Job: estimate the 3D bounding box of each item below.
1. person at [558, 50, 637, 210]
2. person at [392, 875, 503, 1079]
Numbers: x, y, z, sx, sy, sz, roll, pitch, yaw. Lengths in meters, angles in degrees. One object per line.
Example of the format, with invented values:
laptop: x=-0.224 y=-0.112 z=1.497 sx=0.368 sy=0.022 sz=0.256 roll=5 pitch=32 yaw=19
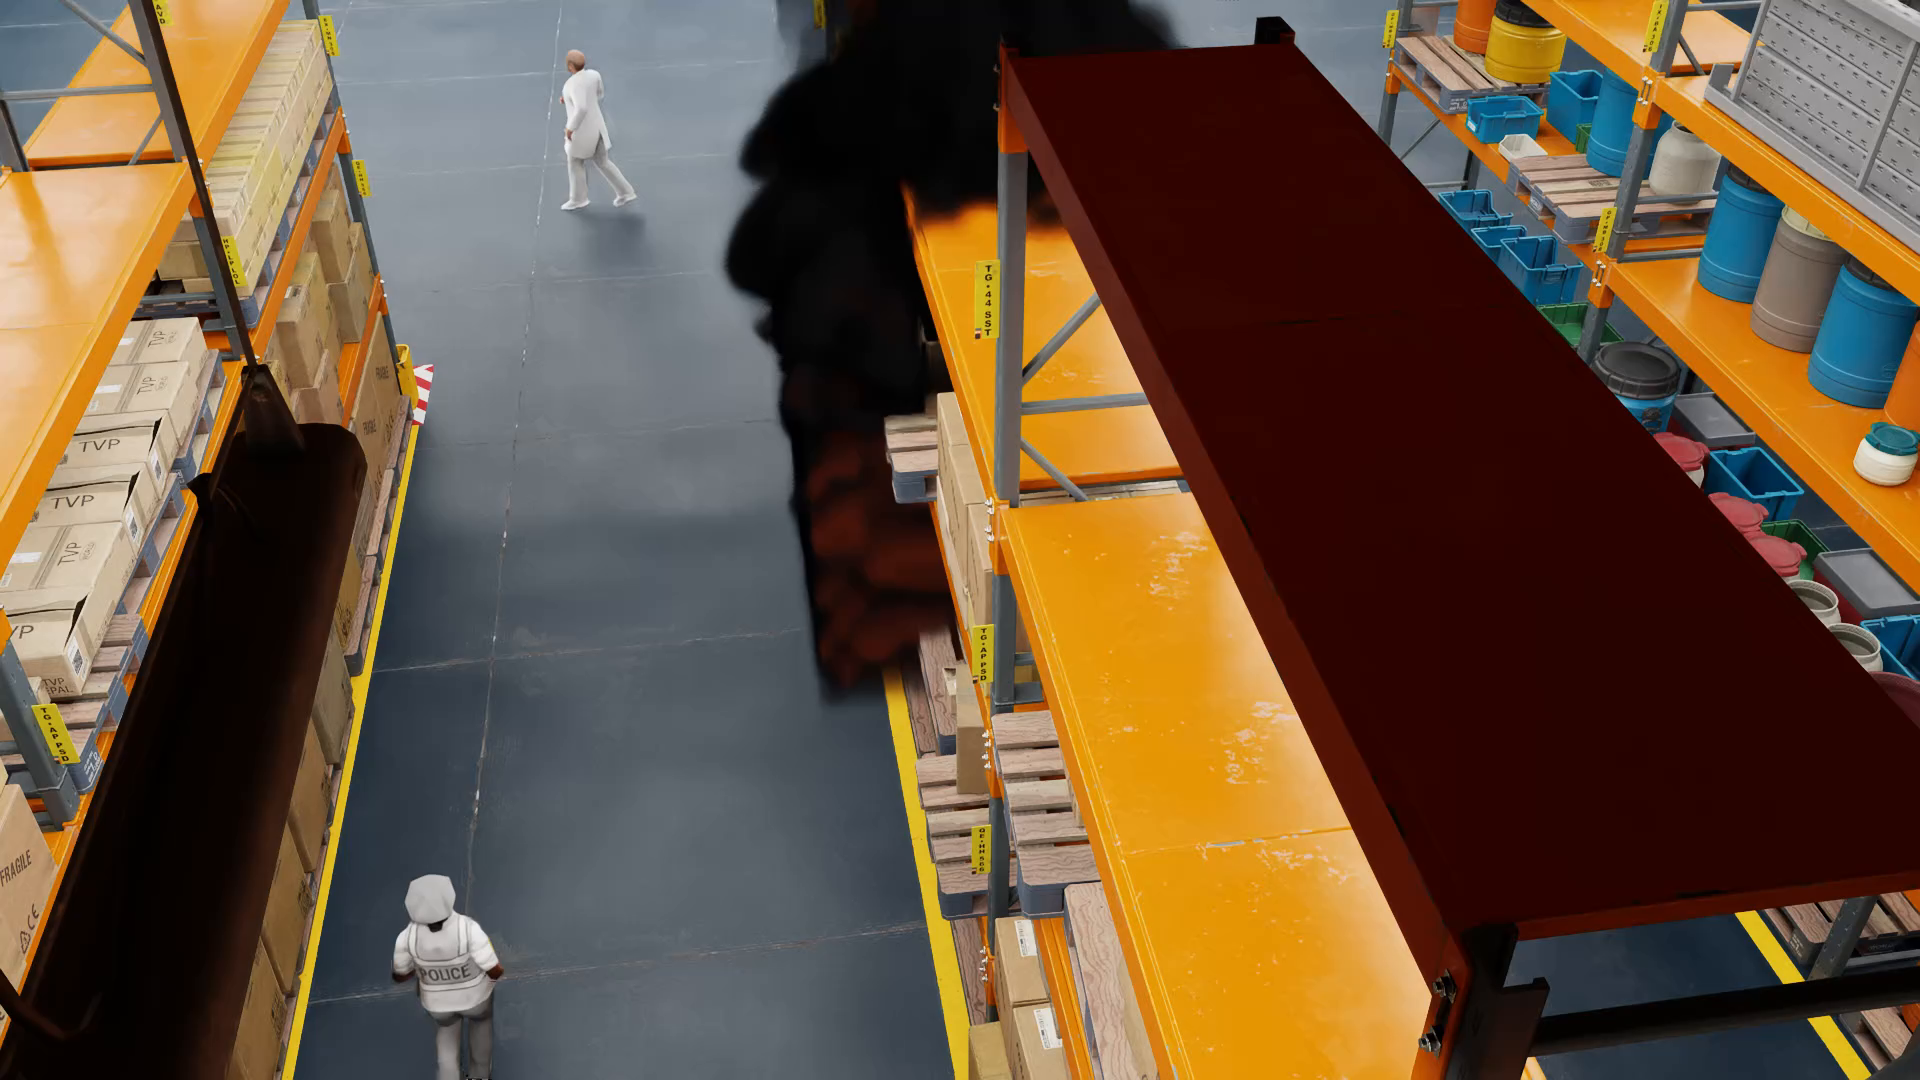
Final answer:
person: x=-3.984 y=-4.360 z=17.885 sx=0.923 sy=1.829 sz=0.737 roll=16 pitch=39 yaw=20
person: x=-2.659 y=2.397 z=8.794 sx=0.562 sy=1.655 sz=0.561 roll=-4 pitch=36 yaw=-5
